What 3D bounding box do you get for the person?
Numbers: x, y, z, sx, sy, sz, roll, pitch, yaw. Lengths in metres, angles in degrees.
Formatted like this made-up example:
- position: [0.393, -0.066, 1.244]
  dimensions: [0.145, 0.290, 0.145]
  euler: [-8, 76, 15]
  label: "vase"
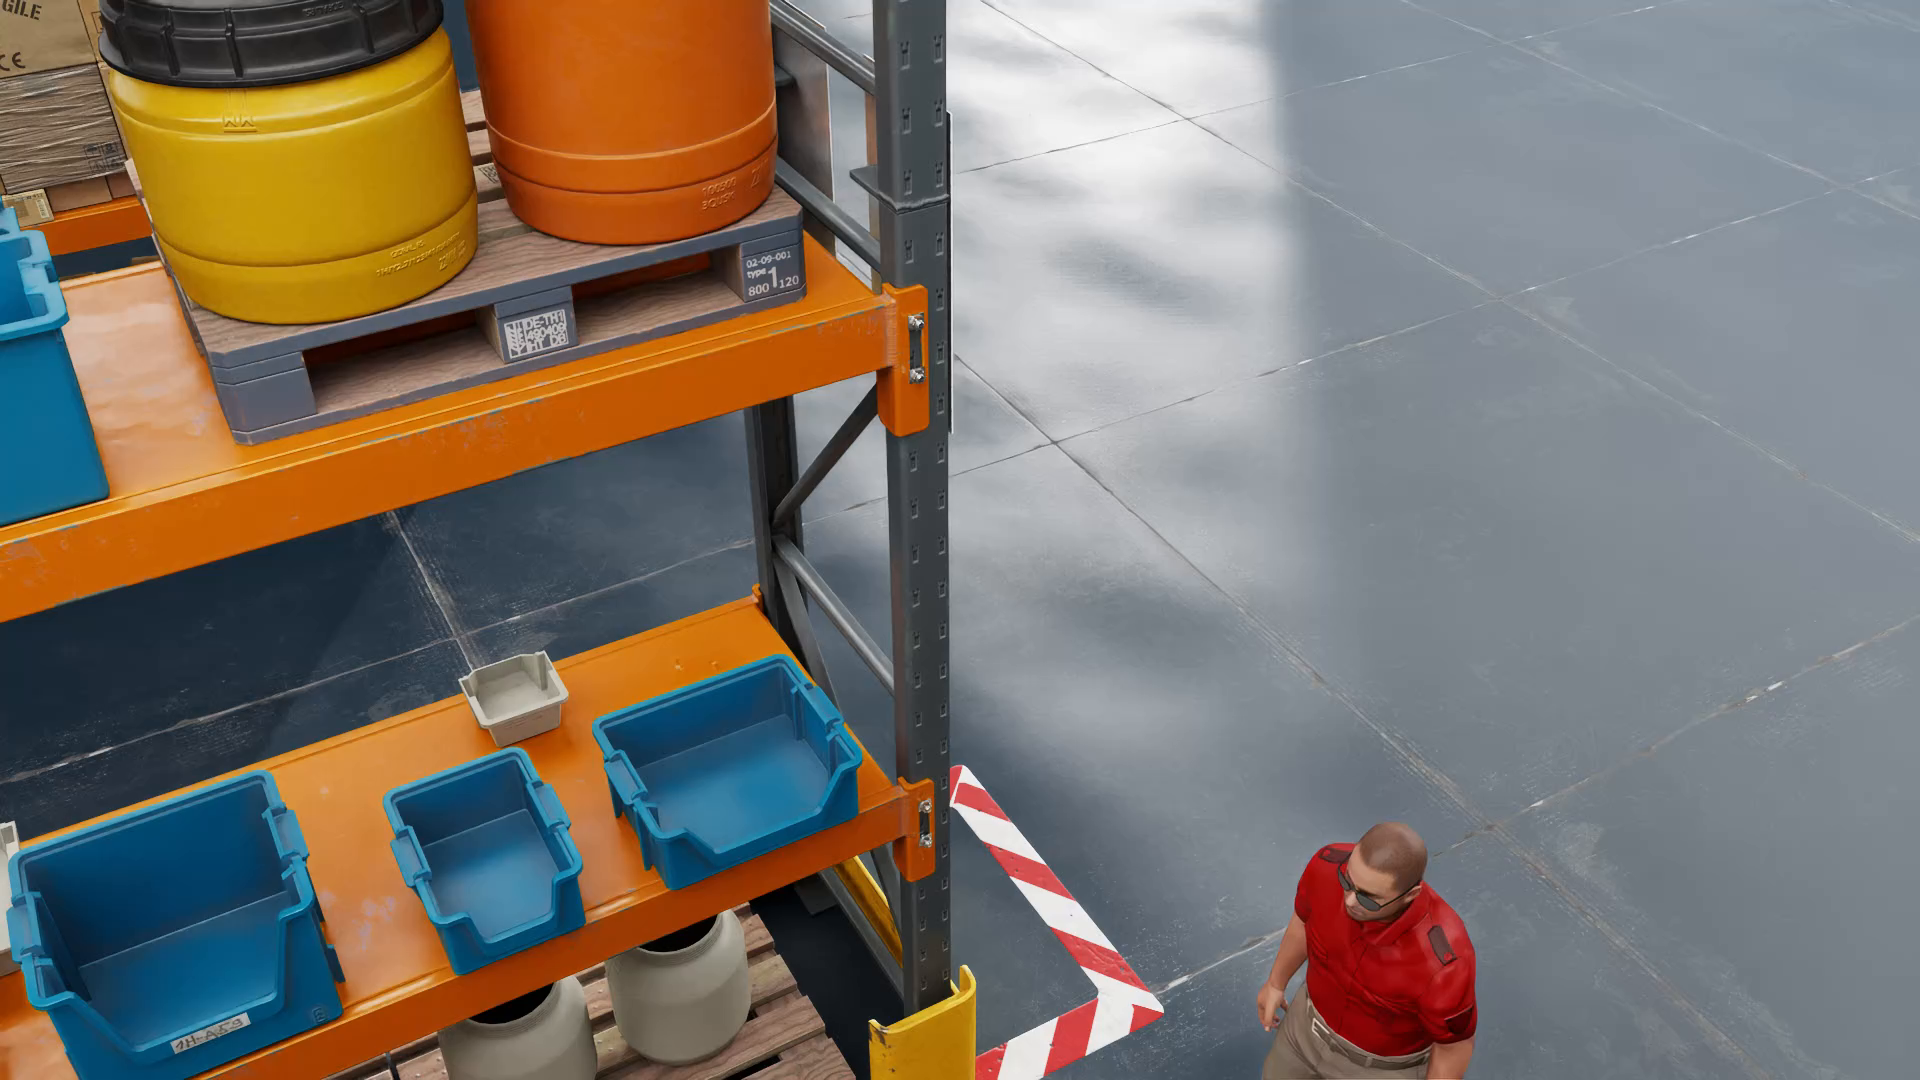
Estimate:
- position: [1.025, 1.333, 4.363]
  dimensions: [0.387, 1.727, 0.606]
  euler: [-21, 42, -26]
  label: "person"
